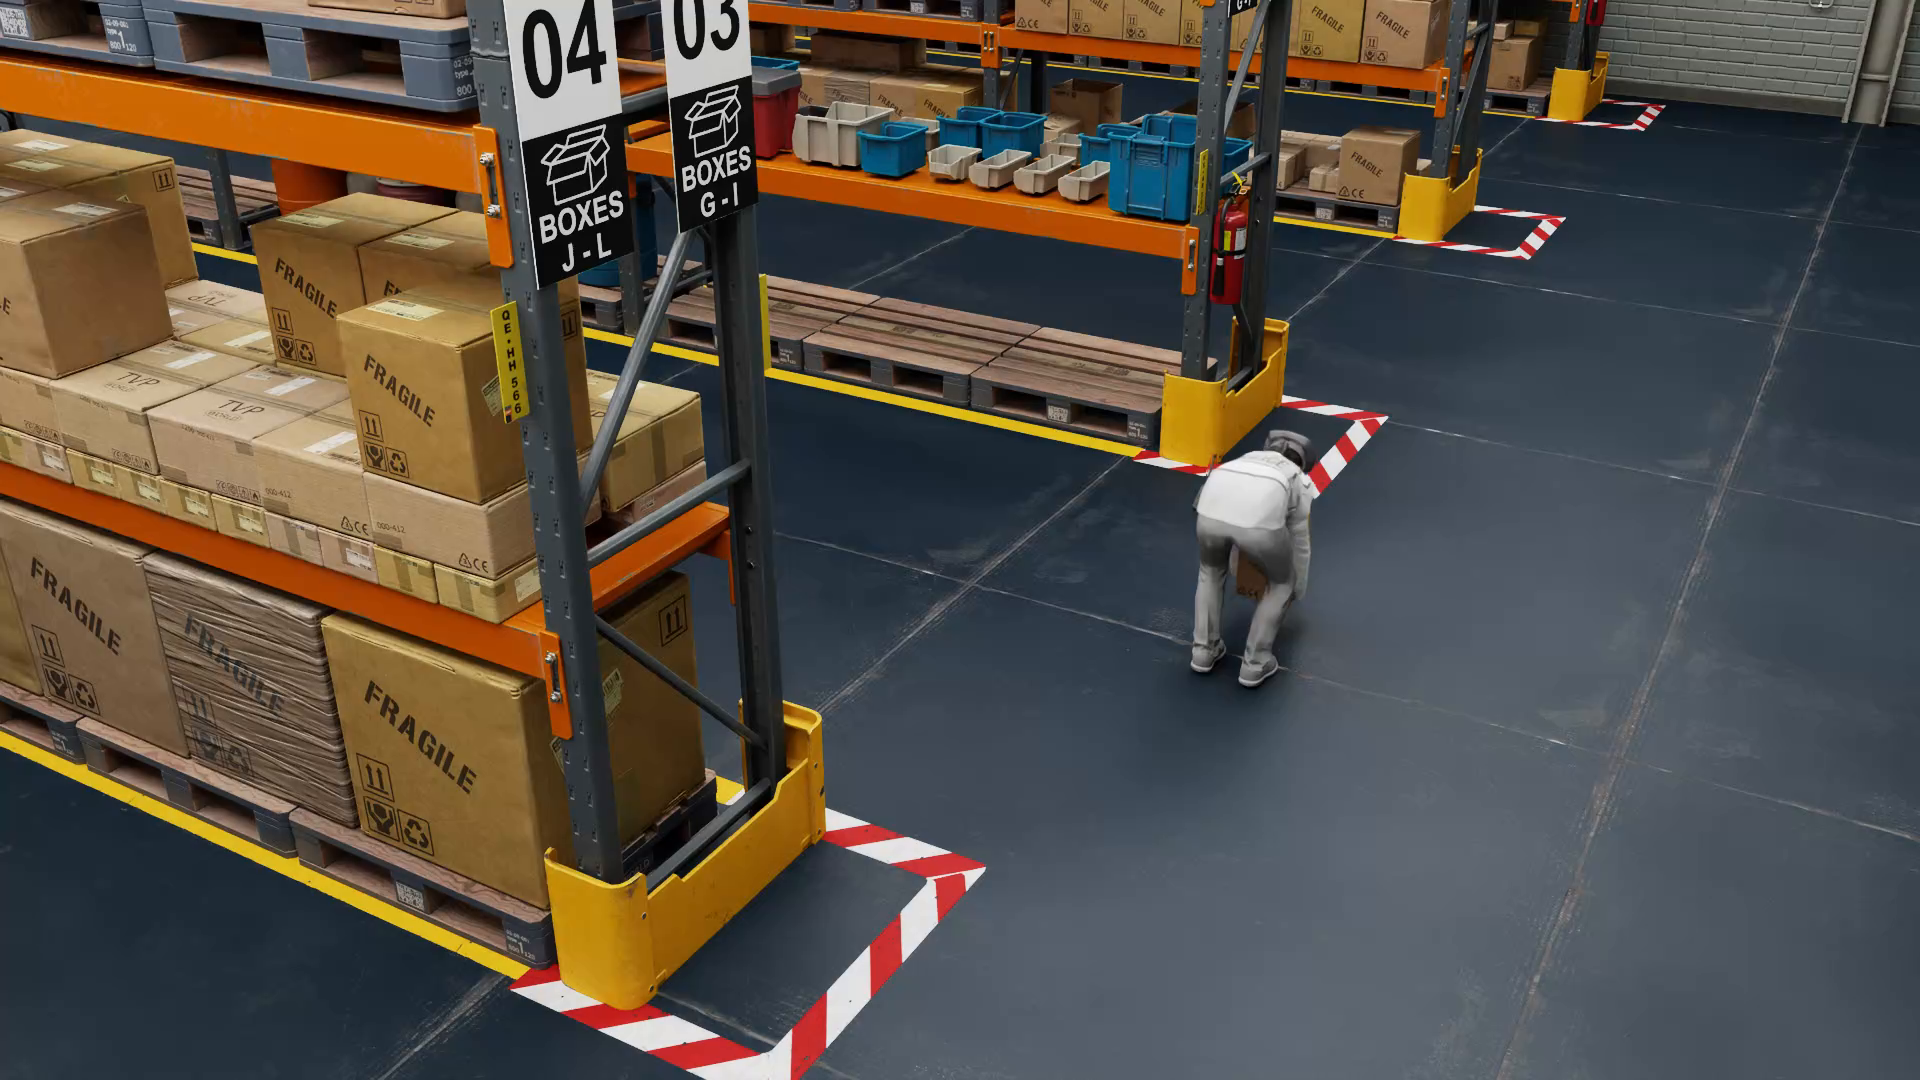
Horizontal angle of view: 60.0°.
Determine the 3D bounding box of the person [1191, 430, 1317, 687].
[{"bbox_3d":[1.296,0.045,7.274,0.436,0.994,0.912,13,29,24],"label":"person"}]
